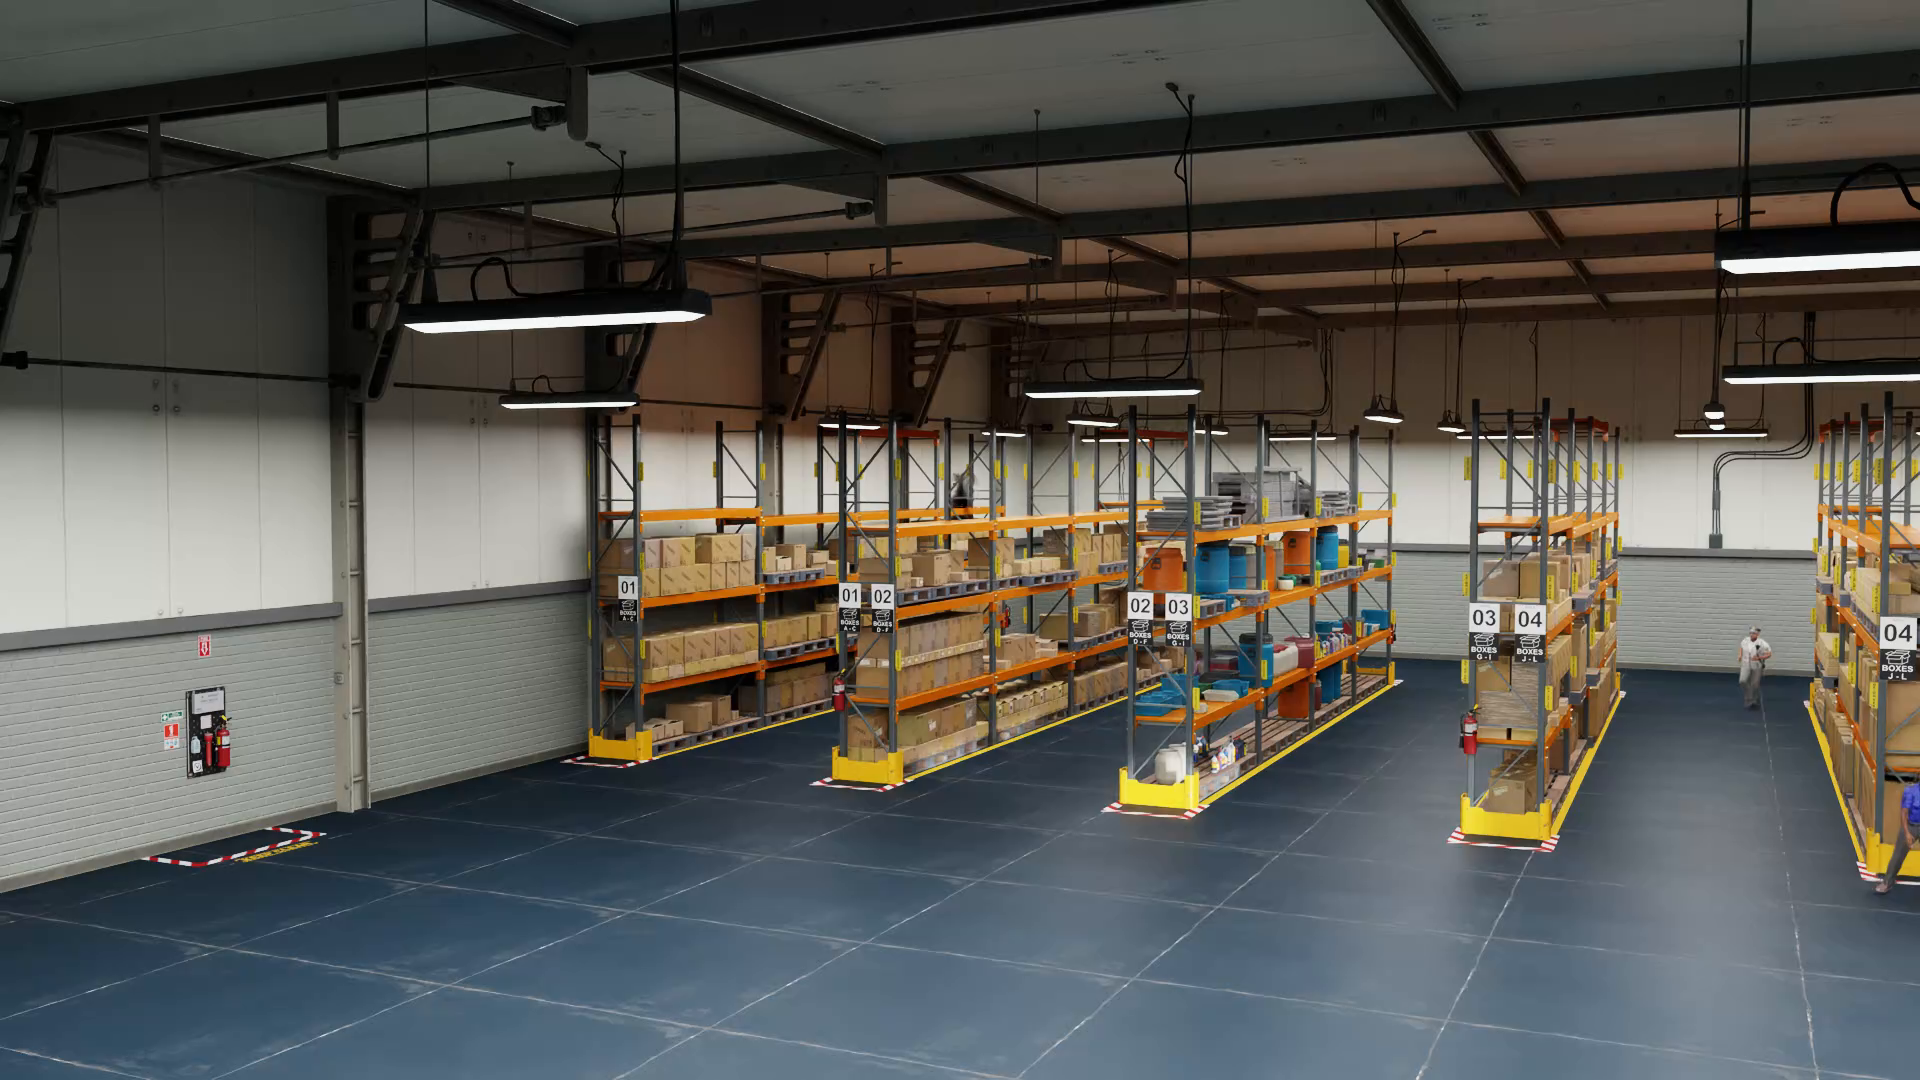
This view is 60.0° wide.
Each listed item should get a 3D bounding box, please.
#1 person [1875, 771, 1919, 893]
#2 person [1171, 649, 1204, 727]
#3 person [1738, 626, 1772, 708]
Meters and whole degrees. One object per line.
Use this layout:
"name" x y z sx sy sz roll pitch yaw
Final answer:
"person" 11.120 3.395 19.350 0.655 1.594 0.865 0 2 7
"person" 4.520 2.872 32.415 0.728 1.554 0.660 -2 3 -43
"person" 16.925 2.710 35.395 0.689 1.786 0.774 2 3 42
